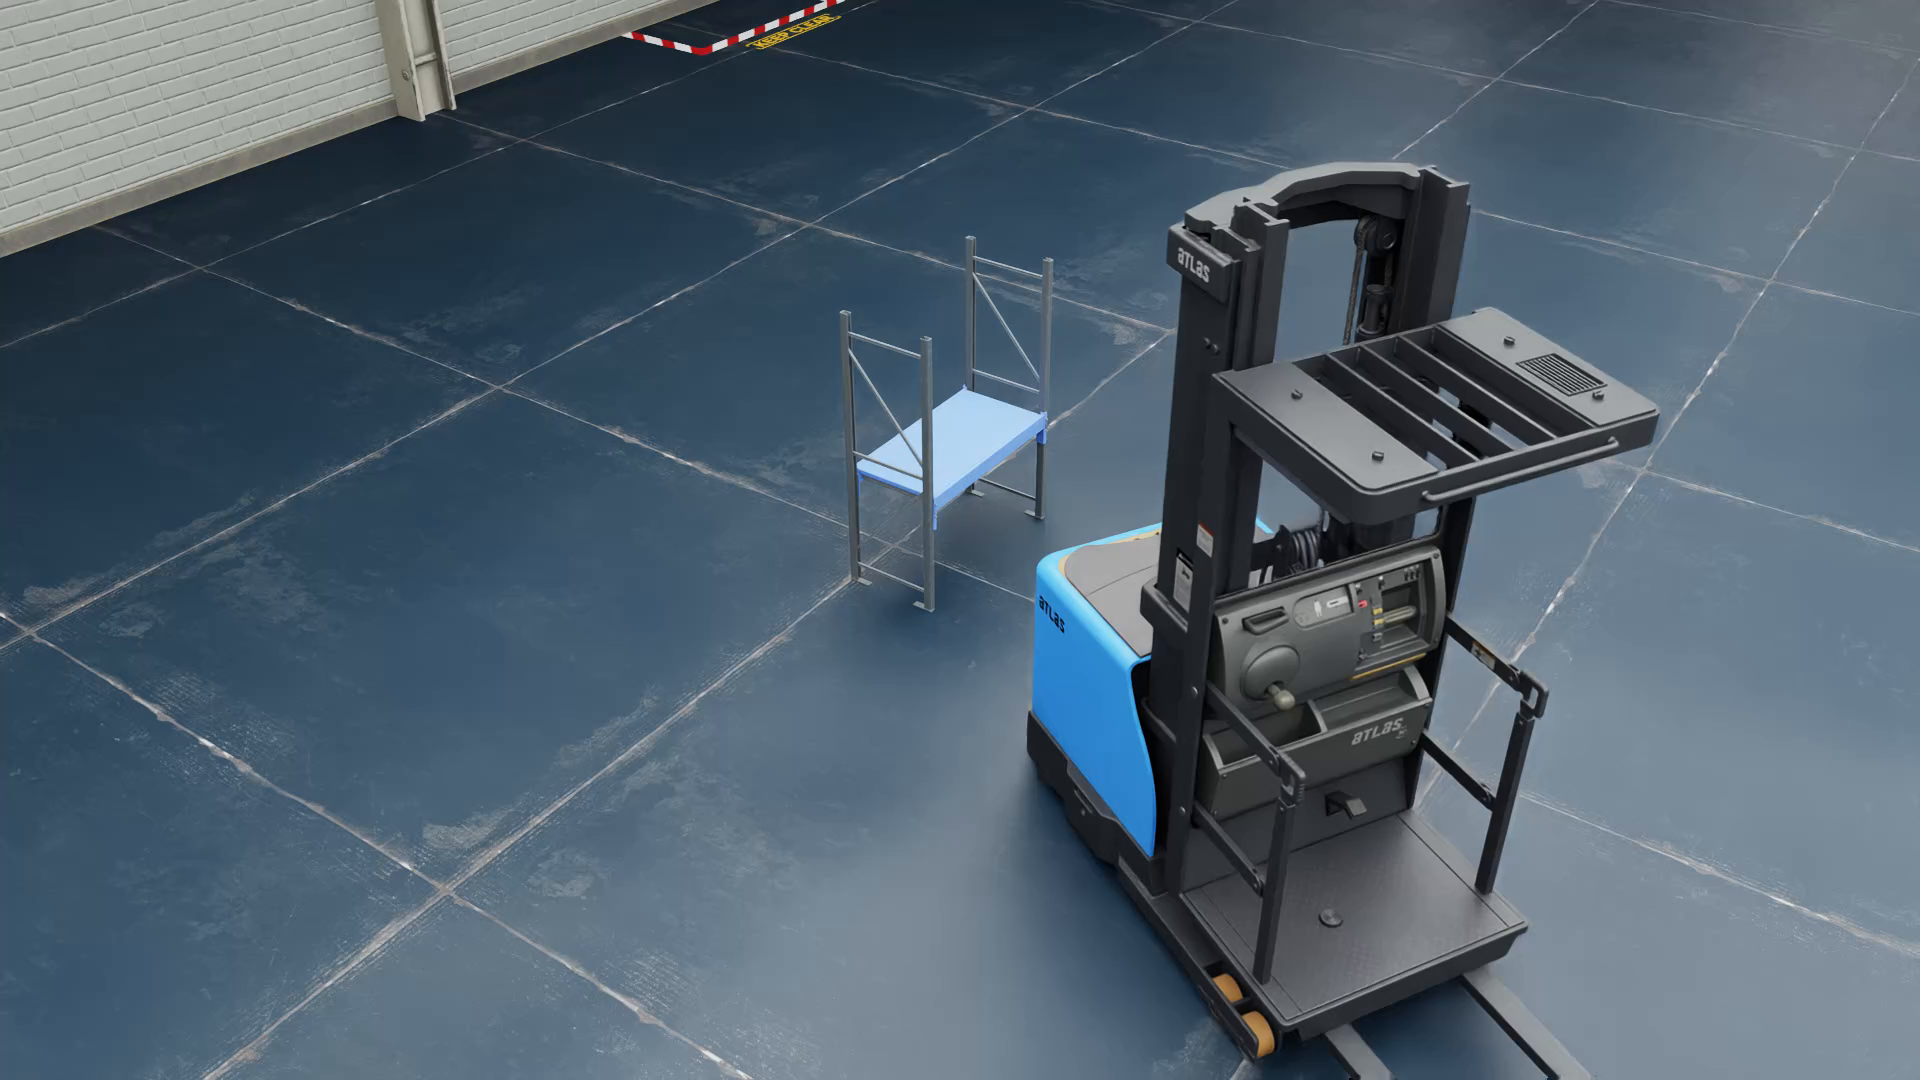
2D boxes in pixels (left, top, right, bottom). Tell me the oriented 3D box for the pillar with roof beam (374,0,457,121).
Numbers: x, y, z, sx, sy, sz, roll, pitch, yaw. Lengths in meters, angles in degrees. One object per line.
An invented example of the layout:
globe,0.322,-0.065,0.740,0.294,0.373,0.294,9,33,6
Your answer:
pillar with roof beam,-0.998,-5.999,9.588,9.100,9.000,0.400,21,39,28

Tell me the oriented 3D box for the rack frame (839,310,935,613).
rack frame,-0.338,-0.348,7.926,0.500,1.500,0.032,21,39,28

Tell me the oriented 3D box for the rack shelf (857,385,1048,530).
rack shelf,-0.049,-0.433,8.373,0.538,0.185,1.000,21,39,28

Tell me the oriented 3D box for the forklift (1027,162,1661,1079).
forklift,1.385,0.369,5.588,1.130,2.935,3.031,-15,37,-21

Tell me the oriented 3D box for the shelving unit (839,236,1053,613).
shelving unit,-0.049,-0.582,8.272,0.538,1.500,1.048,21,39,28

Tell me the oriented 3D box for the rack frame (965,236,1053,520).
rack frame,0.241,-0.816,8.618,0.500,1.500,0.032,21,39,28
